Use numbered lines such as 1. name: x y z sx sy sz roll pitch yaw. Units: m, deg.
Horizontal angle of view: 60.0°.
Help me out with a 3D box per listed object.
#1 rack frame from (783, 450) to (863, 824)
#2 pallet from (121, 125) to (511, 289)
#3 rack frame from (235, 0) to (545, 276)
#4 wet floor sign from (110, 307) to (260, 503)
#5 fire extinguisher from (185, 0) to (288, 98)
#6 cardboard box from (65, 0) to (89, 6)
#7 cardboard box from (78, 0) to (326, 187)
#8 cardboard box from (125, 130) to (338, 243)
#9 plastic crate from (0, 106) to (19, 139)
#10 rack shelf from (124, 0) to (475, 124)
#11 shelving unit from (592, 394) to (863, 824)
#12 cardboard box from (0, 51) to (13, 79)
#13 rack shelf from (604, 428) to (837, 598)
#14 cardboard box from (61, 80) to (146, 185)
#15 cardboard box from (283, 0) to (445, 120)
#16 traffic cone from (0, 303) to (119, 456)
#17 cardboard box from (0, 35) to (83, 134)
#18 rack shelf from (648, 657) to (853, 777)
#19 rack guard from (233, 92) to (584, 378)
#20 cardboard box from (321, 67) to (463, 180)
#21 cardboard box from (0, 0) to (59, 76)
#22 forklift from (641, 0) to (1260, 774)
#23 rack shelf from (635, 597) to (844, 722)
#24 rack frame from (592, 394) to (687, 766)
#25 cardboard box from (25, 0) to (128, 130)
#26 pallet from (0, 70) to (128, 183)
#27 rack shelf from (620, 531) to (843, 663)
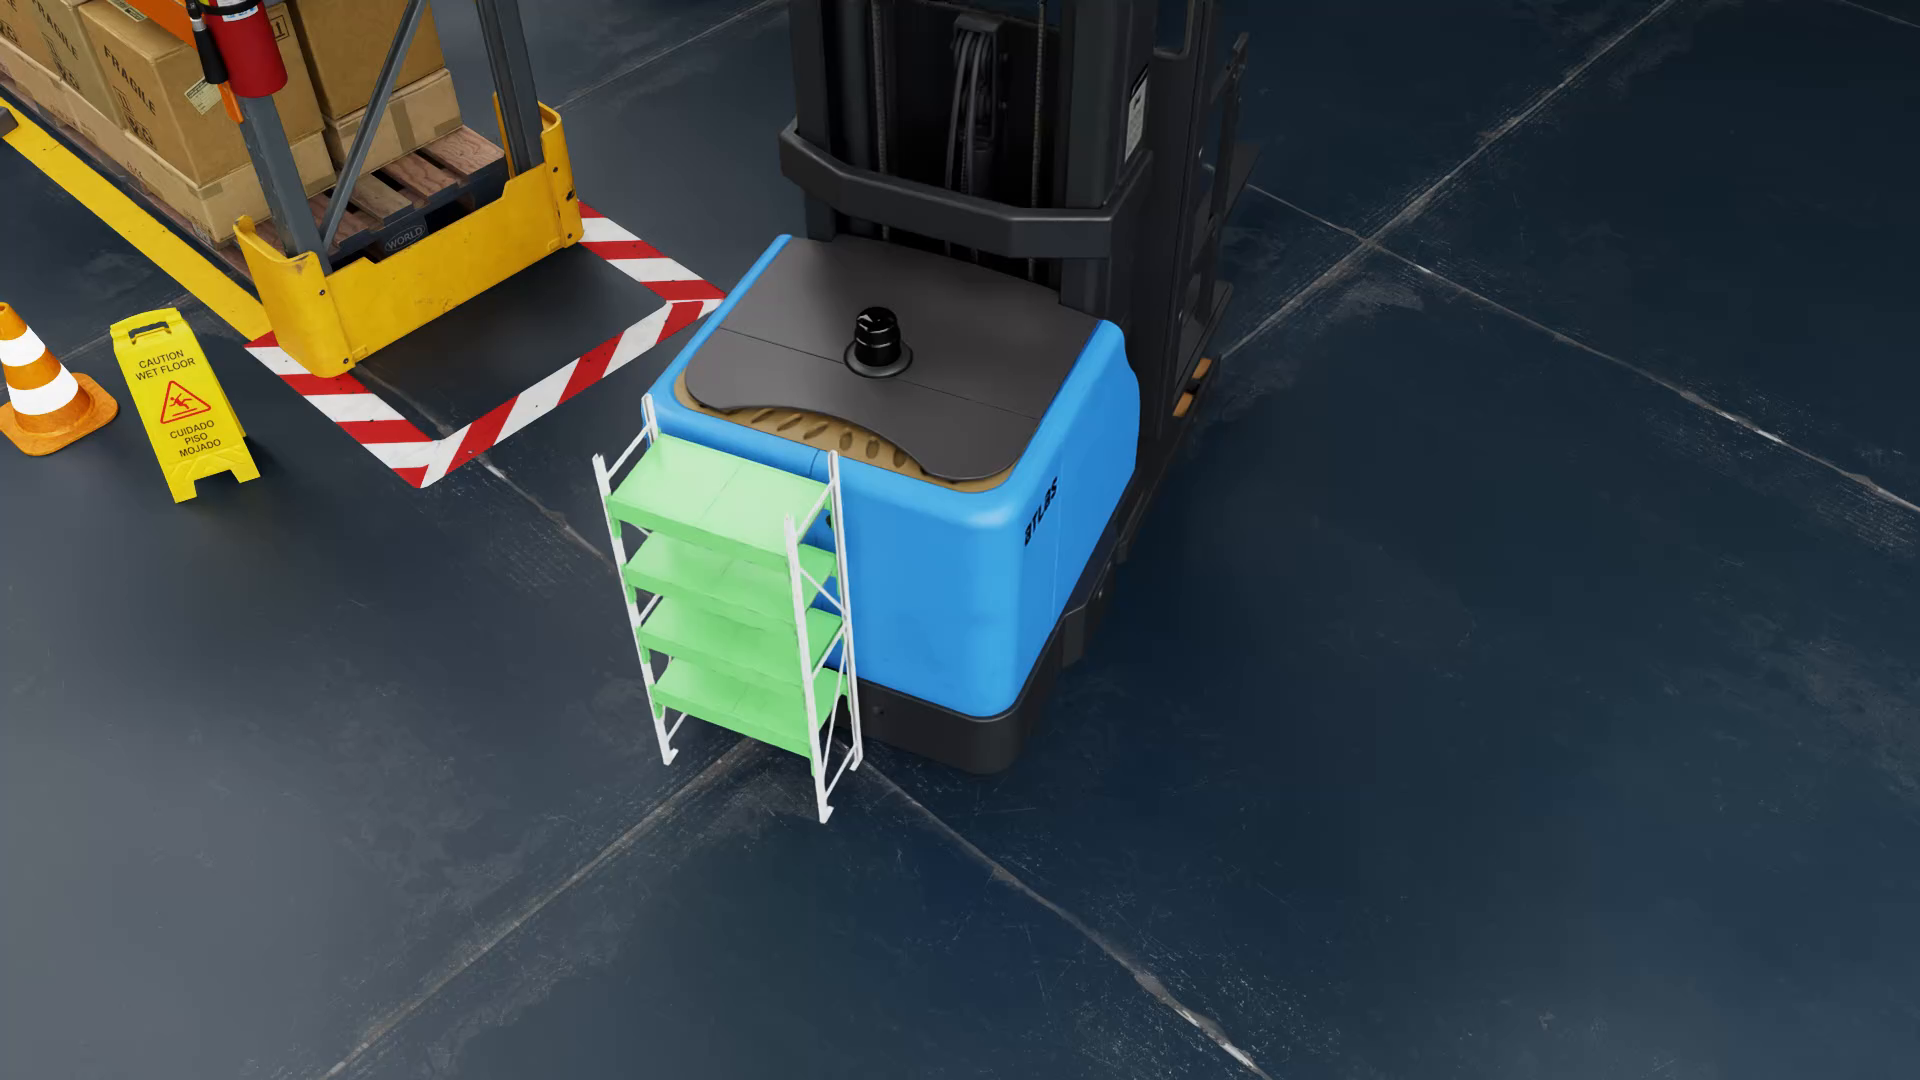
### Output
1. rack frame: -0.330 0.284 4.158 0.015 1.200 0.240 17 50 16
2. pallet: -2.504 -1.434 6.452 1.213 0.211 1.003 34 55 28
3. rack frame: -1.875 -1.930 5.005 0.127 3.000 1.000 34 55 28
4. wet floor sign: -2.461 -0.457 5.237 0.267 0.644 0.232 -21 50 -18
5. fire extinguisher: -2.104 -1.600 4.748 0.183 0.674 0.296 34 55 28
6. cardboard box: -2.956 -2.014 5.722 0.250 0.149 0.380 36 56 29
7. cardboard box: -2.641 -1.646 5.822 0.500 0.500 0.500 34 56 28
8. cardboard box: -2.669 -1.400 6.105 0.500 0.250 0.500 34 55 28
9. plastic crate: -4.217 -1.693 6.785 0.583 0.080 0.402 17 49 15
10. rack shelf: -3.345 -2.673 6.196 4.000 0.370 1.077 34 55 28
11. shelving unit: -0.554 0.213 4.224 0.503 1.200 0.258 17 50 16
12. cardboard box: -3.773 -2.156 6.814 0.500 0.250 0.500 33 55 27
13. rack shelf: -0.556 -0.068 3.917 0.480 0.148 0.258 17 50 16
14. cardboard box: -3.027 -1.649 6.339 0.500 0.250 0.500 34 55 28
15. cardboard box: -2.298 -1.948 6.105 0.500 0.500 0.500 32 55 27
16. traffic cone: -3.066 -0.584 5.480 0.334 0.463 0.336 34 55 28
17. cardboard box: -3.415 -1.905 6.579 0.500 0.250 0.500 32 55 26
18. rack shelf: -0.553 0.419 4.448 0.480 0.148 0.258 17 50 16
19. rack guard: -1.931 -1.112 5.951 0.348 0.500 1.175 34 55 28
20. cardboard box: -2.280 -1.680 6.368 0.500 0.250 0.500 33 55 27
21. cardboard box: -3.393 -2.156 6.300 0.500 0.500 0.500 33 55 27
22. forklift: 0.238 -1.453 4.604 1.130 2.935 3.031 17 49 16
23. rack shelf: -0.554 0.256 4.271 0.480 0.148 0.258 17 50 16
24. rack frame: -0.778 0.143 4.290 0.015 1.200 0.240 17 50 16
25. cardboard box: -3.027 -1.902 6.062 0.500 0.500 0.500 36 56 29
26. pallet: -3.396 -2.037 7.018 1.213 0.211 1.003 34 55 28
27. rack shelf: -0.555 0.094 4.094 0.480 0.148 0.258 17 50 16
